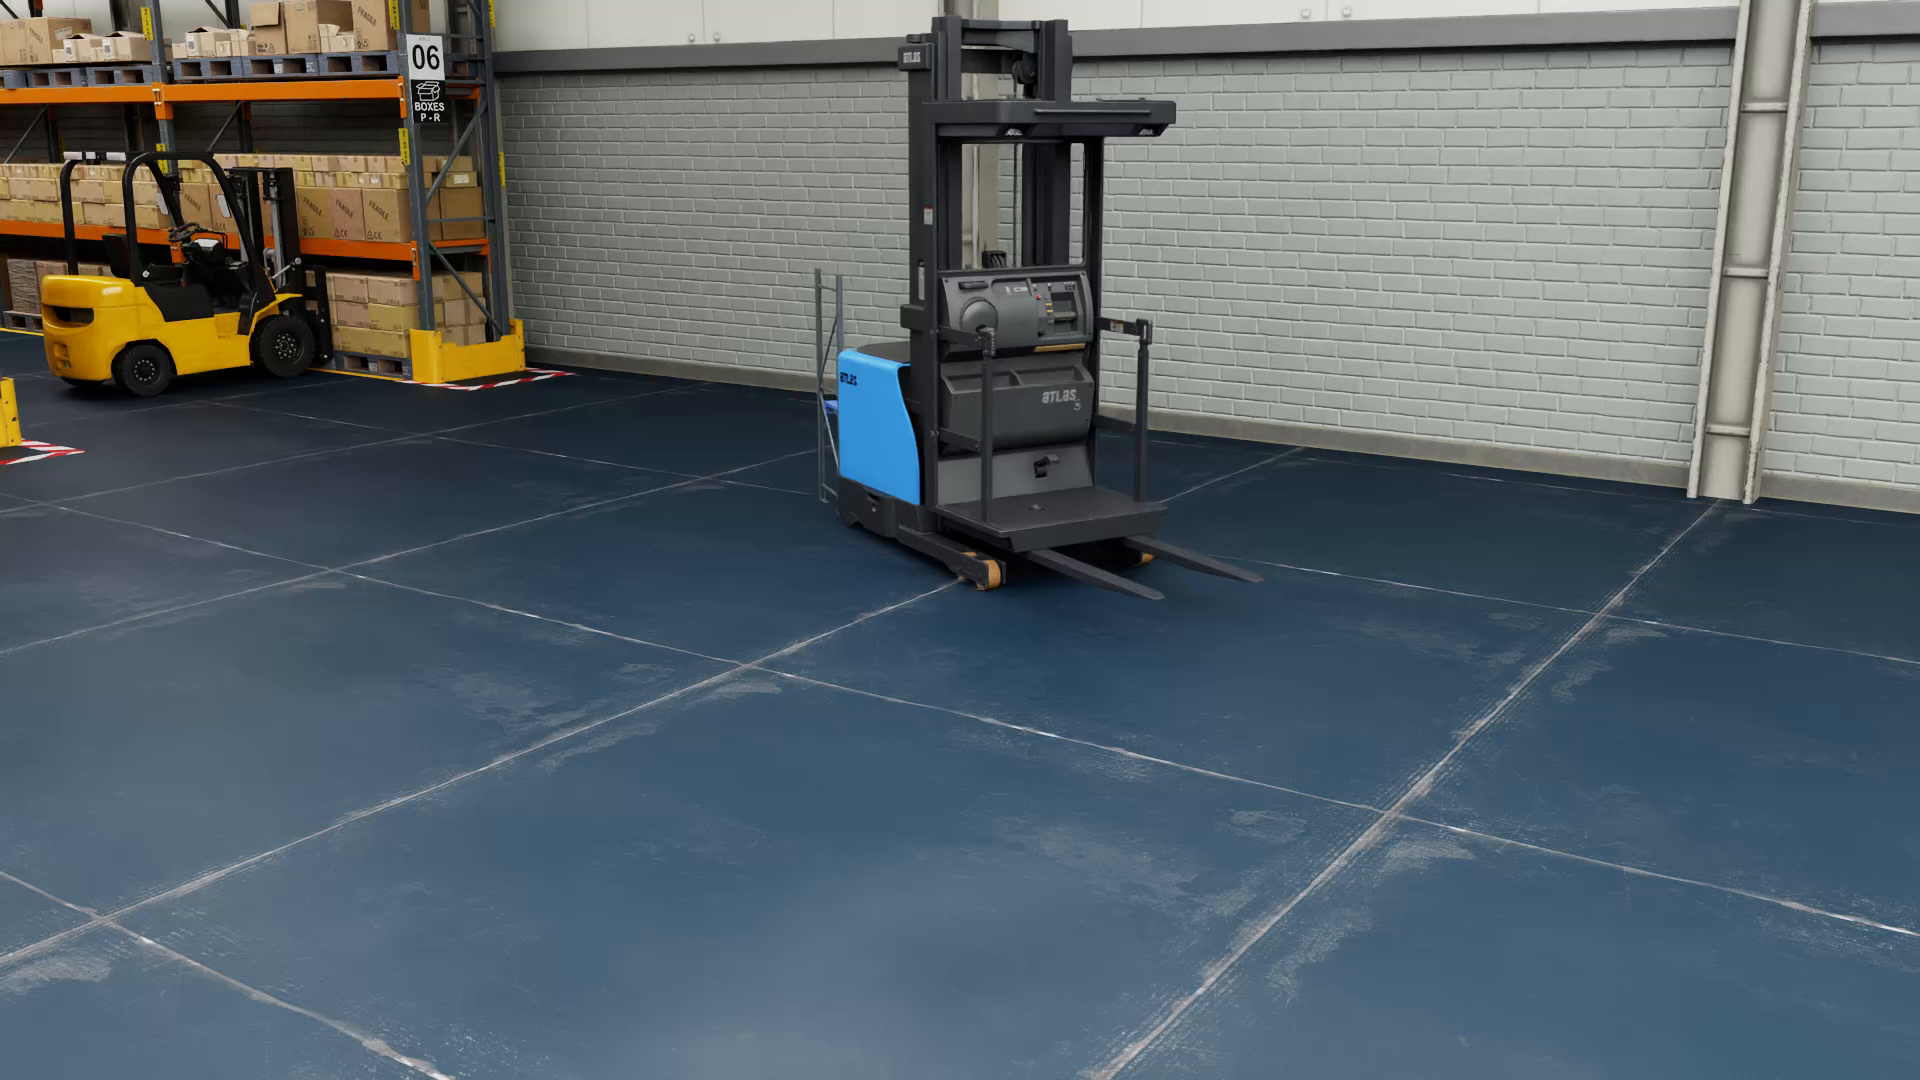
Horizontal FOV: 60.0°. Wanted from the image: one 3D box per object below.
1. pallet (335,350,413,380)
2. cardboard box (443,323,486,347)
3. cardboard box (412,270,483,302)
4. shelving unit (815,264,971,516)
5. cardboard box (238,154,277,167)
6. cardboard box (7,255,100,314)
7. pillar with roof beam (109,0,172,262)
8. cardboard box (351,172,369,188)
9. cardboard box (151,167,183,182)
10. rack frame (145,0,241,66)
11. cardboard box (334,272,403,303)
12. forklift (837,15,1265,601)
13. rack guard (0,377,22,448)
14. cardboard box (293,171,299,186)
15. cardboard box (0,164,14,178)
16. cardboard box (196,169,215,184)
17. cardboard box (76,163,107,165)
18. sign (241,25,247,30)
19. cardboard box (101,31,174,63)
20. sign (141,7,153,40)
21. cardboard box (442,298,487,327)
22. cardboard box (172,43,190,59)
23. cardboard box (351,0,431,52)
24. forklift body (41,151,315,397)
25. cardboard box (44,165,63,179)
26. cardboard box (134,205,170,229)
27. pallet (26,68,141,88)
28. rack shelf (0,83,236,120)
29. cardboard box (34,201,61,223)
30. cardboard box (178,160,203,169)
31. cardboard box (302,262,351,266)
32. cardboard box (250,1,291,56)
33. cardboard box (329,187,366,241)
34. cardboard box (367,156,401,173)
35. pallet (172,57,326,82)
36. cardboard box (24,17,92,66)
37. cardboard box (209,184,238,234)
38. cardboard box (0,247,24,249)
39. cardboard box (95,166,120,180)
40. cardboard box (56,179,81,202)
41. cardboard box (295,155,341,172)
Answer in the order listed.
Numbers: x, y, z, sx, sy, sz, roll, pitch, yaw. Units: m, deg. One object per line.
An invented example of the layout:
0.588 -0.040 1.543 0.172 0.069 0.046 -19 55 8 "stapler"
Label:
-5.495 -1.822 16.745 1.213 0.211 1.003 9 17 33 "pallet"
-5.136 -2.055 16.733 0.500 0.250 0.500 9 17 33 "cardboard box"
-5.131 -2.538 16.602 0.500 0.250 0.500 9 16 32 "cardboard box"
-0.344 -0.982 10.669 1.048 1.500 0.538 -5 15 -21 "shelving unit"
-7.187 -3.890 17.118 0.250 0.149 0.380 9 16 32 "cardboard box"
-10.966 -3.119 20.249 0.625 0.625 0.875 10 17 35 "cardboard box"
-12.293 -6.213 16.194 0.400 9.000 9.100 9 17 33 "pillar with roof beam"
-5.691 -3.511 16.206 0.250 0.149 0.380 10 17 34 "cardboard box"
-8.564 -3.983 18.112 0.250 0.149 0.380 10 17 35 "cardboard box"
-8.157 -6.530 17.475 0.127 3.000 1.000 9 17 33 "rack frame"
-5.821 -2.503 16.459 0.500 0.250 0.500 10 17 34 "cardboard box"
0.431 -1.283 8.905 1.130 2.935 3.031 -8 16 -30 "forklift"
-7.668 -0.888 12.370 0.348 0.500 1.175 9 17 33 "rack guard"
-6.516 -3.654 16.784 0.250 0.149 0.380 9 17 32 "cardboard box"
-11.153 -4.381 19.720 0.250 0.149 0.380 10 17 34 "cardboard box"
-7.823 -3.852 17.582 0.250 0.149 0.380 10 17 34 "cardboard box"
-10.390 -4.436 19.942 0.250 0.149 0.380 9 16 32 "cardboard box"
-7.848 -5.474 18.212 0.005 0.325 0.100 9 17 33 "sign"
-8.893 -5.332 17.980 0.500 0.311 0.500 9 16 31 "cardboard box"
-8.451 -5.368 17.293 0.005 0.325 0.100 9 17 33 "sign"
-5.112 -2.298 16.671 0.500 0.250 0.500 10 17 34 "cardboard box"
-7.954 -5.084 17.316 0.250 0.149 0.380 10 17 34 "cardboard box"
-5.341 -4.849 15.638 0.500 0.500 0.500 10 17 35 "cardboard box"
-7.429 -2.560 15.689 1.214 2.155 2.313 9 17 33 "forklift body"
-10.299 -4.245 19.172 0.250 0.149 0.380 10 17 34 "cardboard box"
-8.721 -3.561 18.276 0.500 0.250 0.500 10 17 34 "cardboard box"
-9.933 -5.296 19.126 1.213 0.211 1.003 10 17 35 "pallet"
-9.816 -4.993 19.006 4.000 0.370 1.077 9 17 33 "rack shelf"
-10.398 -3.837 19.394 0.500 0.250 0.500 9 16 31 "cardboard box"
-8.058 -4.024 17.659 0.250 0.149 0.380 10 17 34 "cardboard box"
-6.799 -2.810 17.698 0.500 0.250 0.500 9 17 33 "cardboard box"
-6.599 -5.094 16.620 0.637 0.503 0.797 10 17 35 "cardboard box"
-5.818 -3.215 16.361 0.500 0.500 0.500 10 17 35 "cardboard box"
-5.474 -3.622 16.036 0.250 0.149 0.380 9 17 33 "cardboard box"
-7.434 -4.922 17.405 1.213 0.211 1.003 9 17 33 "pallet"
-10.166 -5.629 18.788 0.500 0.500 0.500 10 17 34 "cardboard box"
-7.493 -3.488 17.464 0.500 0.500 0.500 10 17 34 "cardboard box"
-12.365 -3.705 21.526 0.250 0.149 0.380 8 16 30 "cardboard box"
-9.436 -4.114 18.641 0.250 0.149 0.380 9 16 31 "cardboard box"
-9.967 -4.011 19.057 0.500 0.250 0.500 9 17 34 "cardboard box"
-6.367 -3.746 16.538 0.250 0.149 0.380 10 17 34 "cardboard box"
